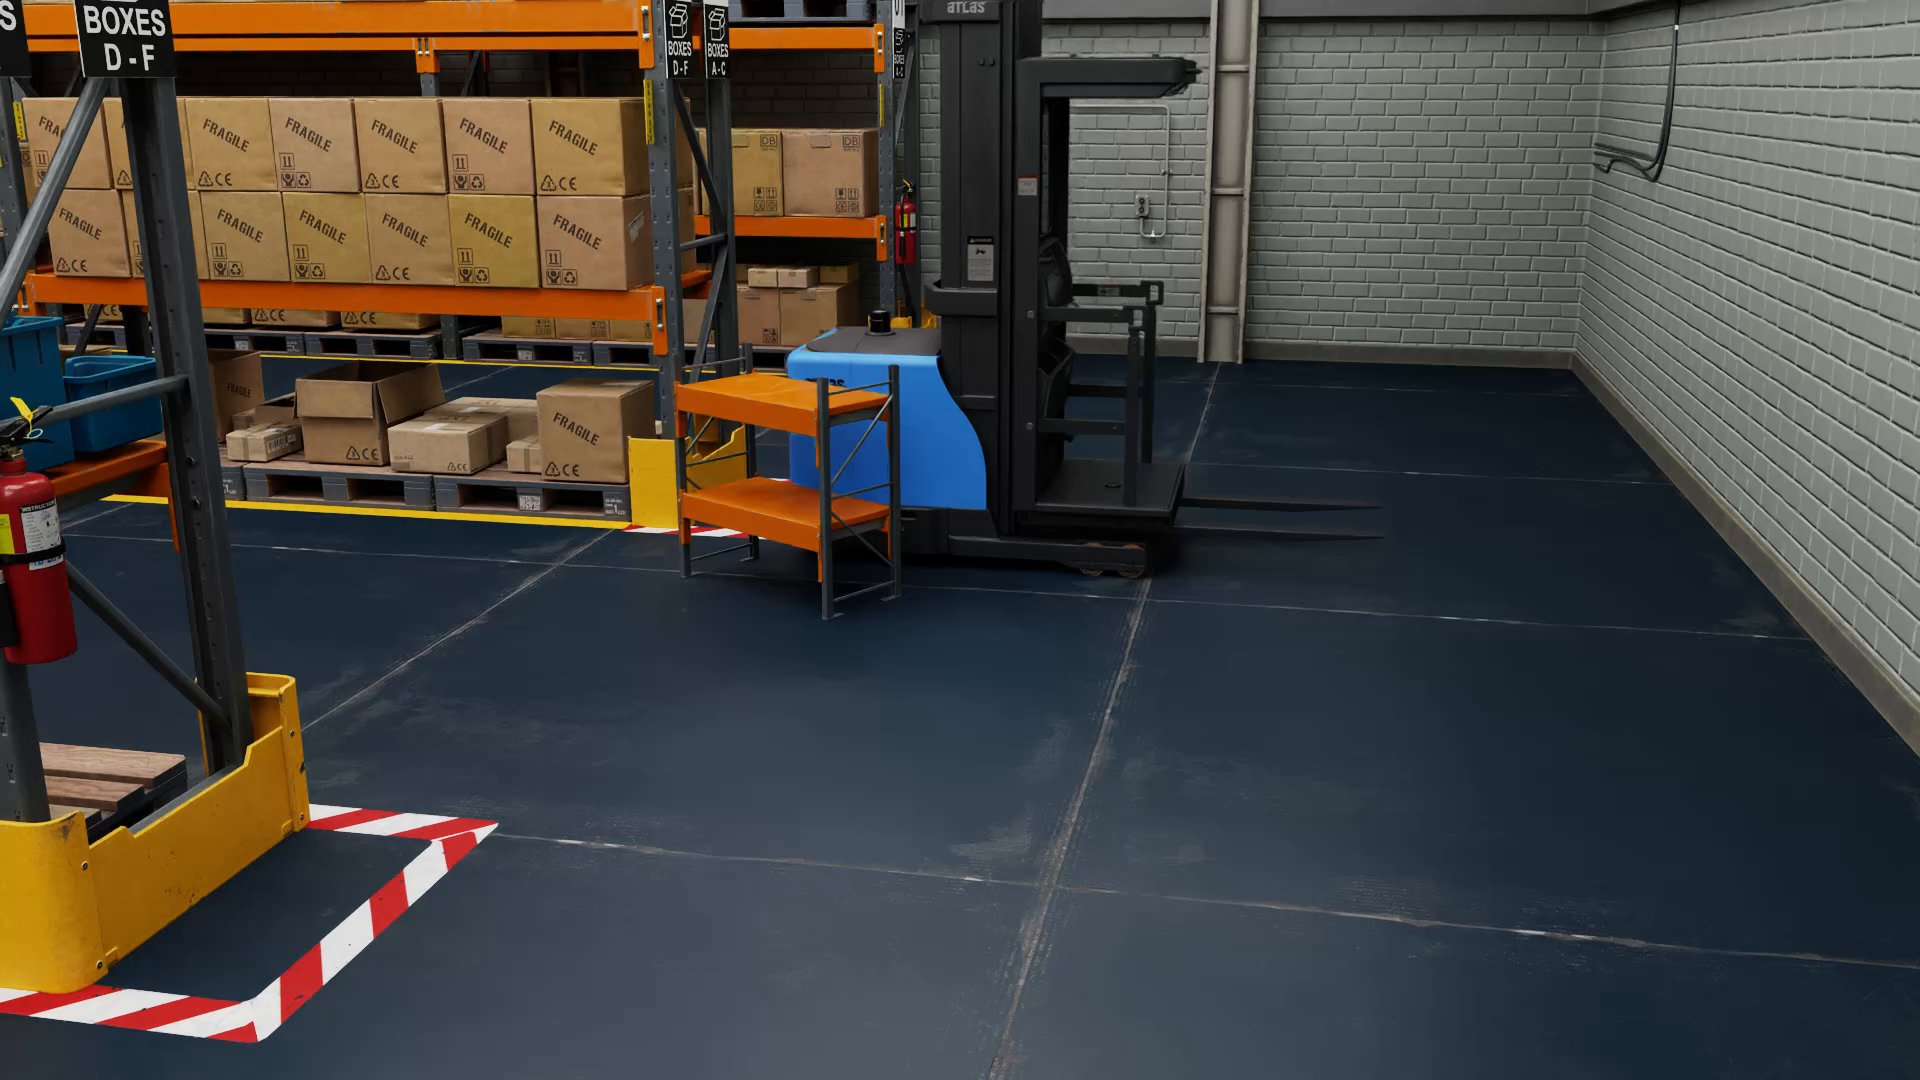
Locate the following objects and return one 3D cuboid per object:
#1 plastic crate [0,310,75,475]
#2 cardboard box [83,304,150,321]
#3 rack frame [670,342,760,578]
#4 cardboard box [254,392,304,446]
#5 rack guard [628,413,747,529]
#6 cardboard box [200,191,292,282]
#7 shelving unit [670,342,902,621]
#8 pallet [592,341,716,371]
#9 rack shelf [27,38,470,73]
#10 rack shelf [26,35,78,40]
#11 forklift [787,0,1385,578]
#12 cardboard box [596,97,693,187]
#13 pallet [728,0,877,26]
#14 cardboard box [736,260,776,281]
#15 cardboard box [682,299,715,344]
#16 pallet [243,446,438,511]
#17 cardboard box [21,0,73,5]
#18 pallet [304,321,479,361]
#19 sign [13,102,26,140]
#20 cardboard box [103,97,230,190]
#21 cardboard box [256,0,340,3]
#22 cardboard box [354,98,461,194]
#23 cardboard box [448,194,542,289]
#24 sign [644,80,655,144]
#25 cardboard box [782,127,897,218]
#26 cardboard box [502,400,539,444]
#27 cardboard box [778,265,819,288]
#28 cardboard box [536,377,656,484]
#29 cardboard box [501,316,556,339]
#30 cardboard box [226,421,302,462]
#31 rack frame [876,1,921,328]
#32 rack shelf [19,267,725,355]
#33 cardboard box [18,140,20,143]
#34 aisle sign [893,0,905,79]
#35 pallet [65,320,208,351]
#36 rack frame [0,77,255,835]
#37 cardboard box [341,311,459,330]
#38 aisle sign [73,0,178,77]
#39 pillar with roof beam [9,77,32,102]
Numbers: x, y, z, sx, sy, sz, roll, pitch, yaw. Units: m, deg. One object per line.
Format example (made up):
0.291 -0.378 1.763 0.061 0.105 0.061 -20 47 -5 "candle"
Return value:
-2.844 -0.381 4.569 0.499 0.435 0.616 3 16 11 "plastic crate"
-7.649 -2.476 15.552 0.750 0.750 0.750 3 16 10 "cardboard box"
-1.221 -0.403 8.339 0.032 1.125 0.500 13 20 40 "rack frame"
-4.057 -0.795 10.454 0.500 0.311 0.500 3 16 11 "cardboard box"
-1.562 -0.461 9.719 0.348 0.500 1.175 3 16 11 "rack guard"
-3.970 -1.770 9.577 0.500 0.500 0.500 3 16 11 "cardboard box"
-0.840 -0.313 8.015 1.048 1.125 0.538 13 20 40 "shelving unit"
-2.495 -1.701 14.738 1.213 0.211 1.003 3 16 11 "pallet"
-6.384 -4.376 14.898 4.000 0.370 1.077 3 16 11 "rack shelf"
-7.367 -3.080 10.219 4.000 0.370 1.077 3 16 11 "rack shelf"
0.676 -1.377 8.474 3.031 2.935 1.130 3 16 11 "forklift"
-1.870 -2.284 9.559 0.500 0.500 0.500 4 16 13 "cardboard box"
-1.233 -4.397 13.794 1.213 0.211 1.003 3 16 11 "pallet"
-1.789 -2.365 14.591 0.250 0.149 0.380 3 16 12 "cardboard box"
-2.193 -2.020 14.560 0.500 0.500 0.700 3 16 9 "cardboard box"
-3.535 -0.429 10.147 1.213 0.211 1.003 3 16 11 "pallet"
-4.980 -3.157 9.432 0.500 0.250 0.500 3 16 11 "cardboard box"
-5.195 -1.848 15.267 1.213 0.211 1.003 3 16 11 "pallet"
-8.442 -3.761 14.928 0.005 0.325 0.100 3 16 11 "sign"
-4.496 -2.278 9.538 0.500 0.500 0.500 3 16 9 "cardboard box"
-3.511 -3.077 9.142 0.500 0.250 0.500 3 16 11 "cardboard box"
-2.983 -2.196 9.242 0.500 0.500 0.500 4 16 13 "cardboard box"
-2.490 -1.689 9.283 0.500 0.500 0.500 3 16 12 "cardboard box"
-1.618 -2.228 8.654 0.005 0.325 0.100 3 16 11 "sign"
-1.006 -3.127 14.099 0.700 0.700 0.980 4 16 14 "cardboard box"
-2.454 -0.678 10.148 0.500 0.250 0.500 3 16 11 "cardboard box"
-1.372 -2.238 14.134 0.250 0.149 0.380 3 16 10 "cardboard box"
-2.069 -0.633 9.518 0.500 0.500 0.500 3 16 11 "cardboard box"
-3.711 -2.102 14.855 0.500 0.500 0.700 3 16 12 "cardboard box"
-4.189 -0.599 10.017 0.250 0.166 0.380 3 16 11 "cardboard box"
-0.504 -2.958 14.050 0.127 3.000 1.000 3 16 11 "rack frame"
-3.447 -1.421 9.851 4.000 0.370 1.077 3 16 11 "rack shelf"
-8.806 -3.666 15.595 0.500 0.500 0.700 1 16 5 "cardboard box"
-0.493 -4.128 13.406 0.004 0.787 0.394 3 16 11 "aisle sign"
-7.586 -1.978 15.736 1.213 0.211 1.003 3 16 11 "pallet"
-2.478 -0.366 4.694 0.127 3.000 1.000 3 16 11 "rack frame"
-5.087 -2.337 15.051 0.750 0.750 0.750 3 16 12 "cardboard box"
-2.349 -1.693 4.614 0.004 0.787 0.394 3 16 11 "aisle sign"
-10.303 -5.444 11.787 0.400 9.000 9.100 3 16 11 "pillar with roof beam"
